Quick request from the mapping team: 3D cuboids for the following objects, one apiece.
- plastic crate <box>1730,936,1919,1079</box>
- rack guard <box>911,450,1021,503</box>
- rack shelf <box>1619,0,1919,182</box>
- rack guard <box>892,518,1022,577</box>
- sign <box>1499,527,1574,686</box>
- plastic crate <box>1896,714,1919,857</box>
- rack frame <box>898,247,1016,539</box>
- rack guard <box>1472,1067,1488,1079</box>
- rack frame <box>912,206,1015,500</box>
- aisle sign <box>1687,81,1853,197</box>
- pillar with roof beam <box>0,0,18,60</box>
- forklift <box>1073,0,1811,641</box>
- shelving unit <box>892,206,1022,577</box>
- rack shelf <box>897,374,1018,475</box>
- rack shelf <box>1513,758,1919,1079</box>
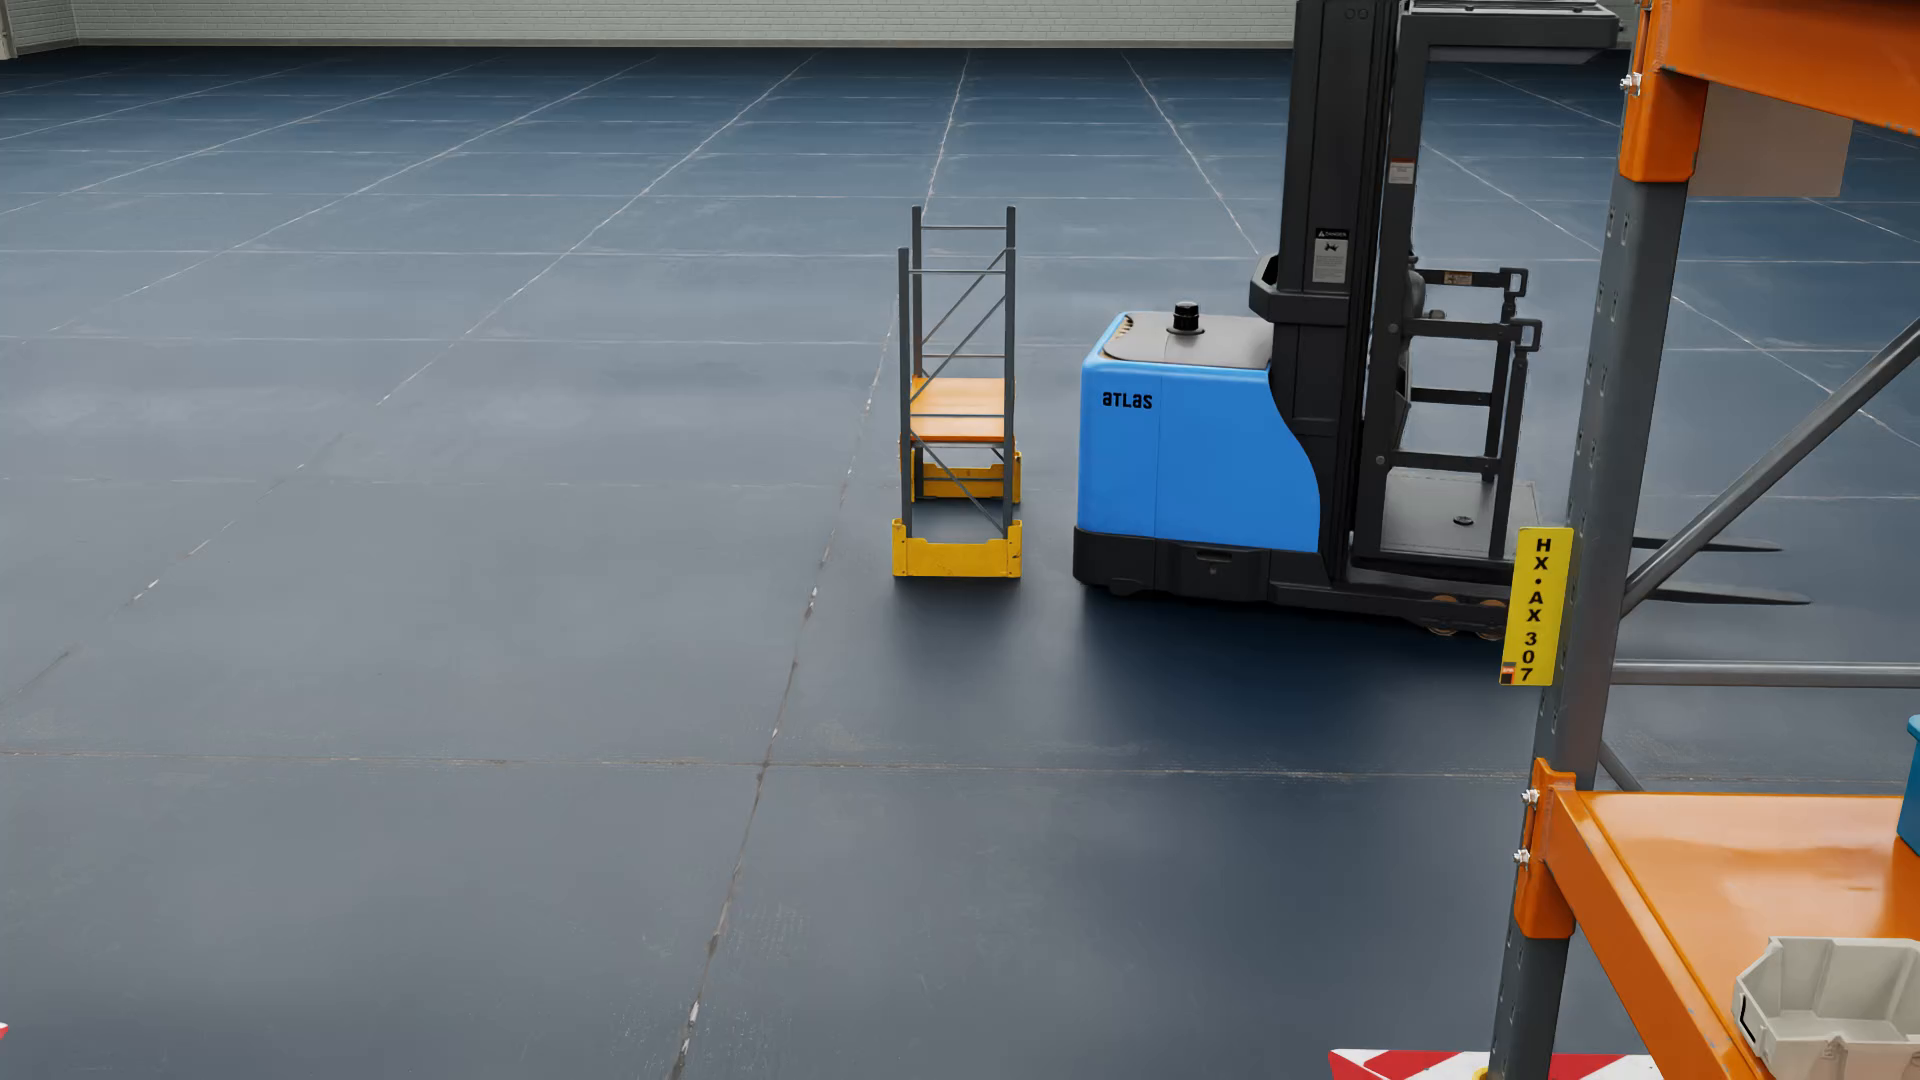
[{"bbox_3d":[1.298,0.709,2.420,0.298,0.136,0.250,1,21,2],"label":"plastic crate"},{"bbox_3d":[0.017,-0.324,8.519,0.587,0.250,0.087,1,21,2],"label":"rack guard"},{"bbox_3d":[1.586,-0.074,0.921,1.077,0.370,4.000,1,21,2],"label":"rack shelf"},{"bbox_3d":[-0.013,0.036,7.591,0.587,0.250,0.087,1,21,2],"label":"rack guard"},{"bbox_3d":[1.097,0.129,3.167,0.100,0.325,0.005,1,21,2],"label":"sign"},{"bbox_3d":[1.931,0.519,2.750,0.499,0.251,0.616,1,21,2],"label":"plastic crate"},{"bbox_3d":[-0.013,-0.546,7.363,0.500,1.500,0.032,1,21,2],"label":"rack frame"},{"bbox_3d":[1.691,1.459,3.578,1.175,0.500,0.348,1,21,2],"label":"rack guard"},{"bbox_3d":[0.018,-0.914,8.311,0.500,1.500,0.032,1,21,2],"label":"rack frame"},{"bbox_3d":[1.356,-0.976,2.803,0.394,0.787,0.004,1,21,2],"label":"aisle sign"},{"bbox_3d":[-13.877,-13.306,29.881,9.100,9.000,0.400,1,21,2],"label":"pillar with roof beam"},{"bbox_3d":[2.078,-1.159,6.965,3.031,2.935,1.130,5,22,14],"label":"forklift"},{"bbox_3d":[0.002,-0.727,7.829,0.587,1.500,1.083,1,21,2],"label":"shelving unit"},{"bbox_3d":[0.003,-0.562,7.902,0.538,0.185,1.000,1,21,2],"label":"rack shelf"},{"bbox_3d":[1.586,1.324,1.464,1.077,0.370,4.000,1,21,2],"label":"rack shelf"}]
